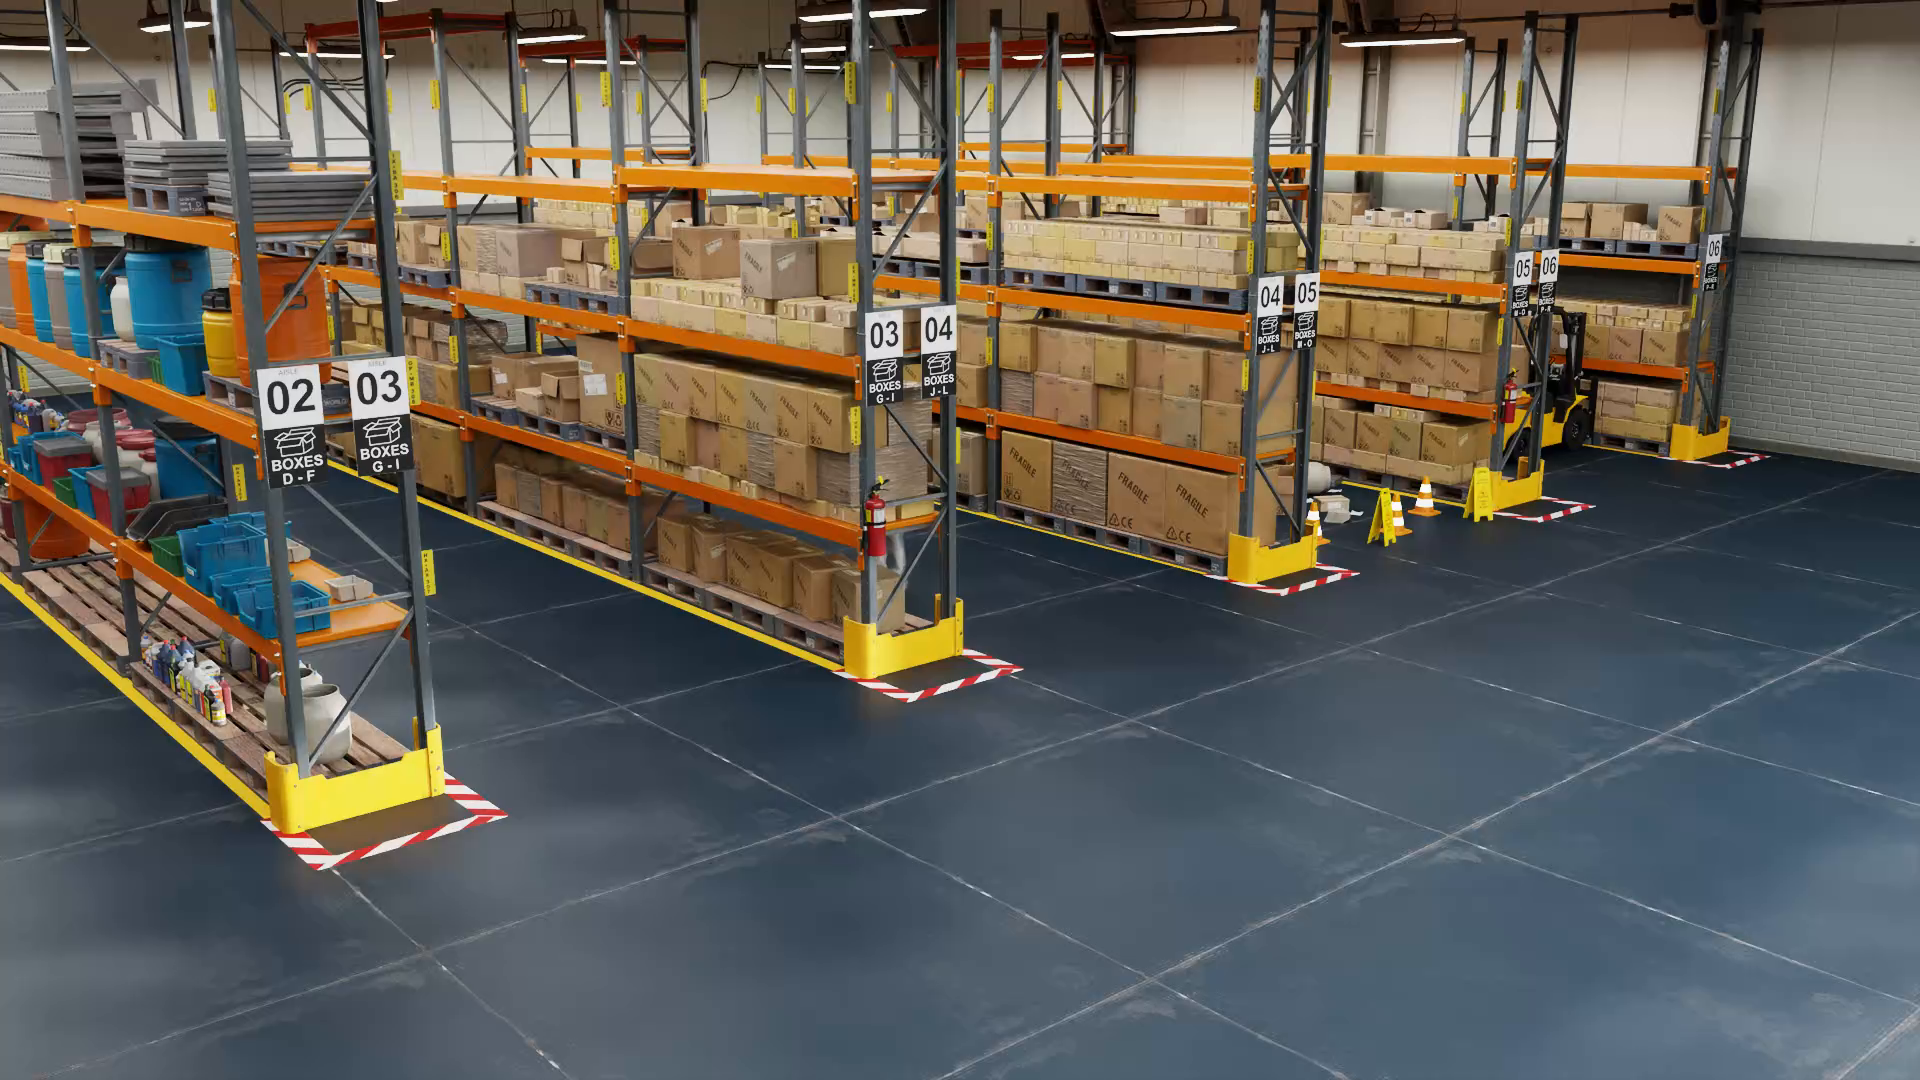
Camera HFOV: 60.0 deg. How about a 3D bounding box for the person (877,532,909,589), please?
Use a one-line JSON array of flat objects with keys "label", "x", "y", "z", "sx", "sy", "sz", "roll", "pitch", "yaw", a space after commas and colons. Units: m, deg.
[{"label": "person", "x": -0.769, "y": -0.288, "z": 17.127, "sx": 0.487, "sy": 1.673, "sz": 0.530, "roll": -1, "pitch": 14, "yaw": -3}]
